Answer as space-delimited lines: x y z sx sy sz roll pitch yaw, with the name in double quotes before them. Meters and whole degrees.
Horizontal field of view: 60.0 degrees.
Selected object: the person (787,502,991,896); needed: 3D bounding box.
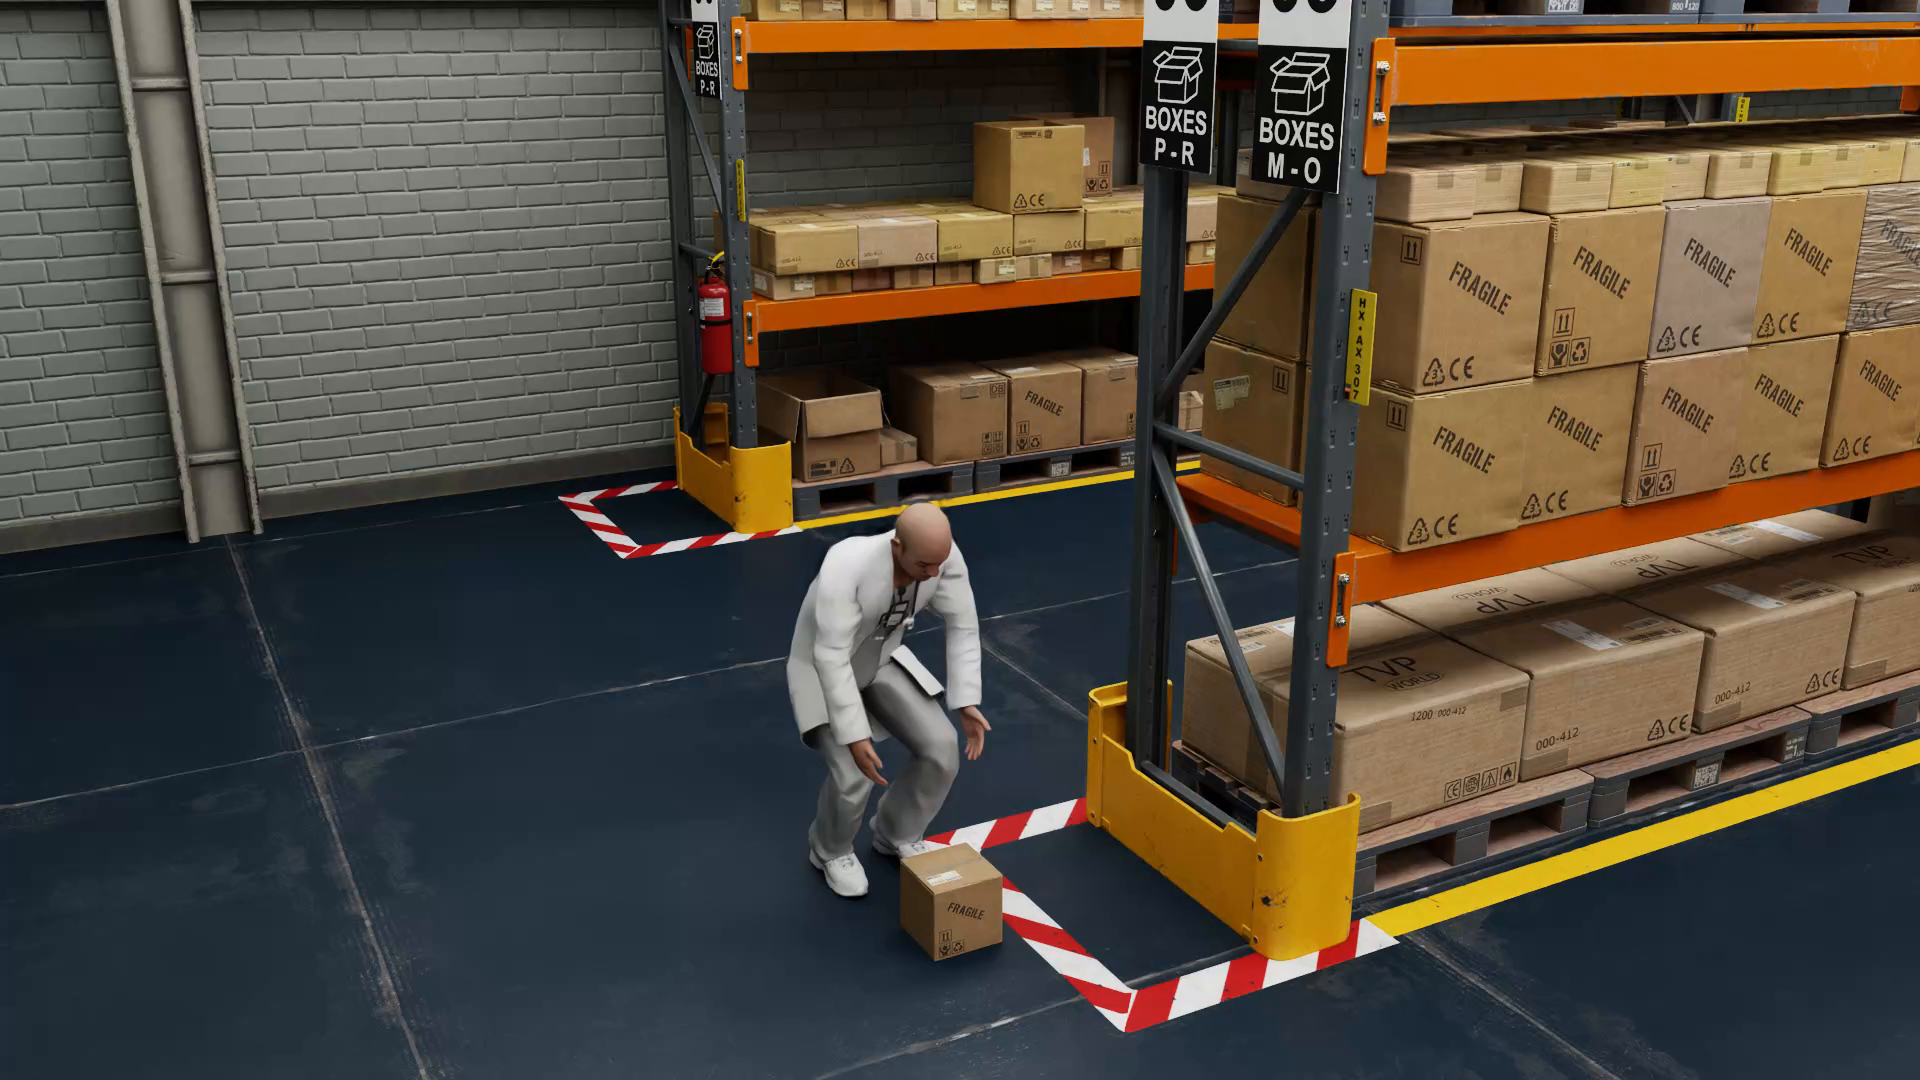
"person" -0.259 0.499 5.658 0.631 1.410 0.719 -11 21 -30
